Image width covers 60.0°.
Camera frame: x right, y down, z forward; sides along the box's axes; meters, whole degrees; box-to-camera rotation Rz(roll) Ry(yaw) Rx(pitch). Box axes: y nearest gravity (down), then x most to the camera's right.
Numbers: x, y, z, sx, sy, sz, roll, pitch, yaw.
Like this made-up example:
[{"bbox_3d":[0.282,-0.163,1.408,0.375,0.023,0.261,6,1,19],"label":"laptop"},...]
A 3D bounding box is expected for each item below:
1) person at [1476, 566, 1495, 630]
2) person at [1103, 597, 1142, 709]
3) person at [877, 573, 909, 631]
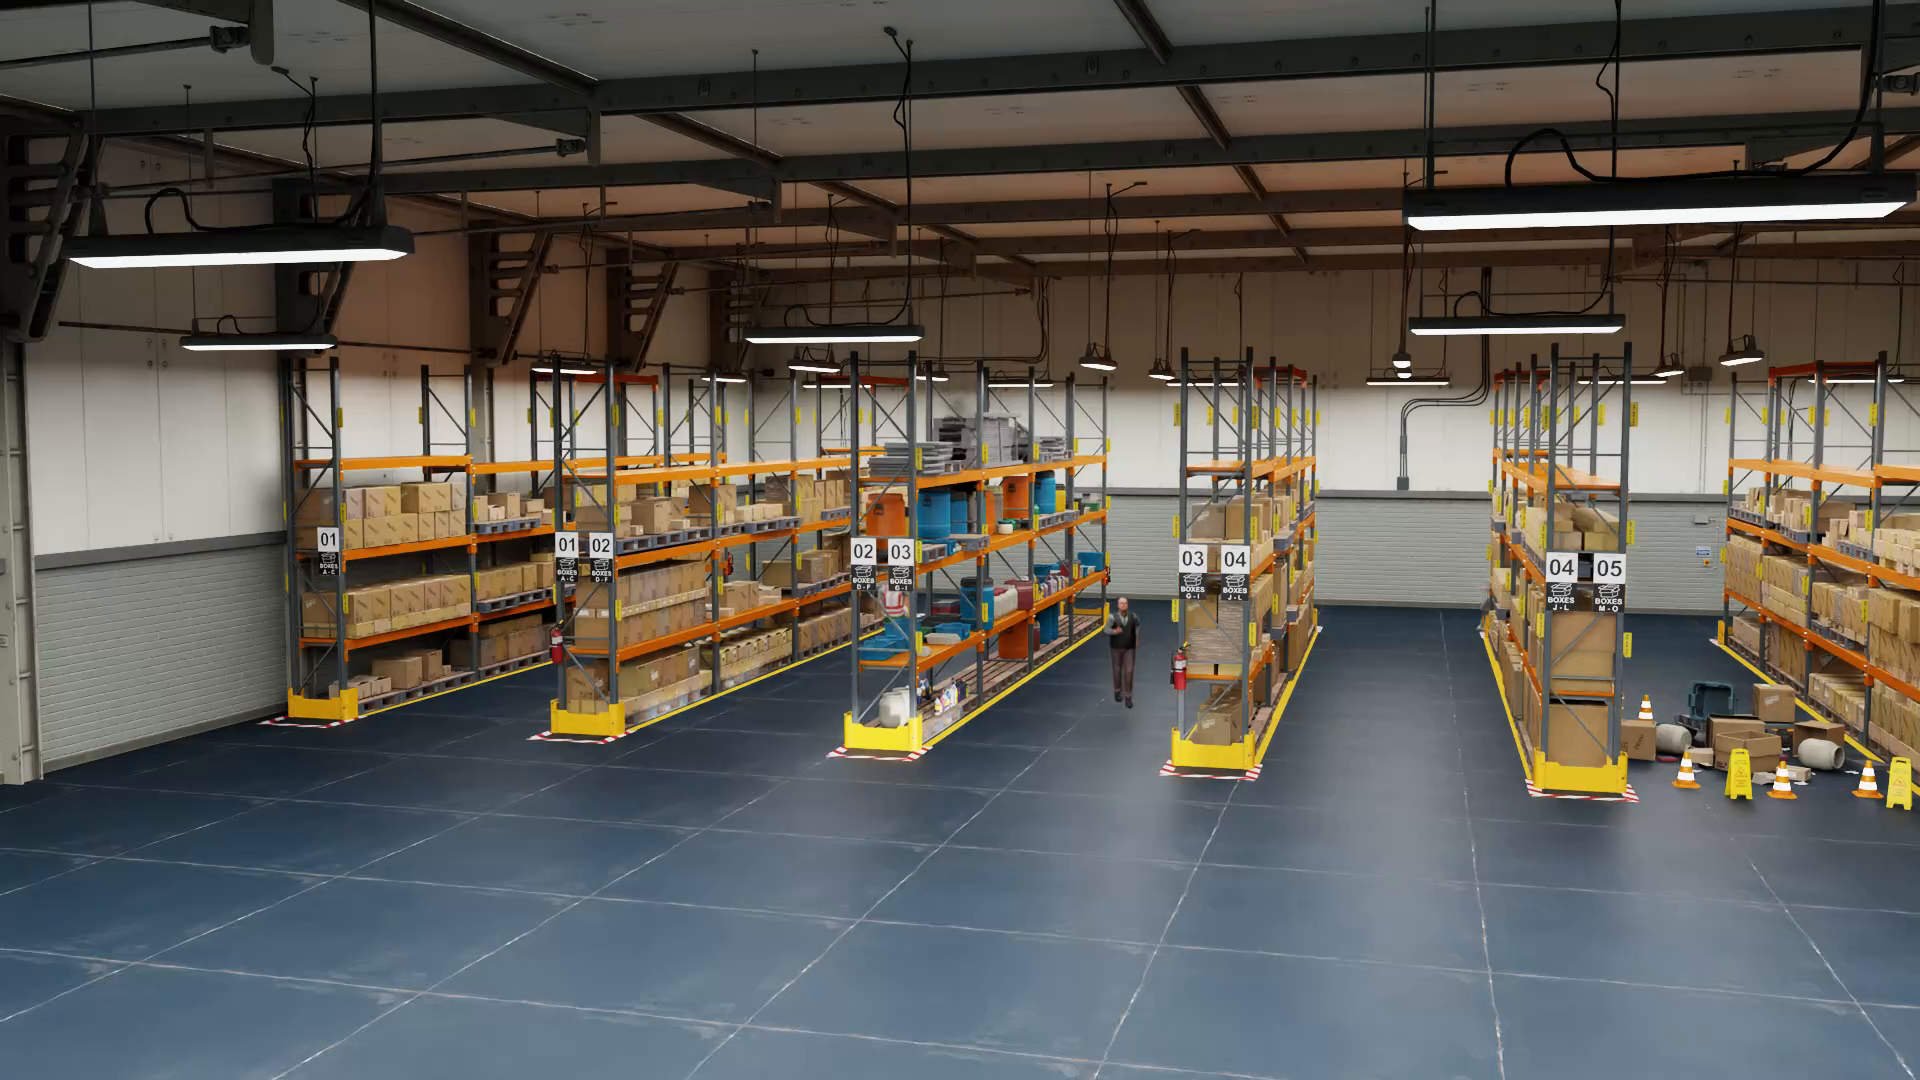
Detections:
[{"bbox_3d":[12.552,1.369,39.036,0.695,1.597,0.569,0,4,-5],"label":"person"},{"bbox_3d":[2.676,1.828,27.291,0.650,1.768,0.775,0,4,1],"label":"person"},{"bbox_3d":[-1.296,1.509,31.760,0.600,1.890,0.799,1,4,9],"label":"person"}]
